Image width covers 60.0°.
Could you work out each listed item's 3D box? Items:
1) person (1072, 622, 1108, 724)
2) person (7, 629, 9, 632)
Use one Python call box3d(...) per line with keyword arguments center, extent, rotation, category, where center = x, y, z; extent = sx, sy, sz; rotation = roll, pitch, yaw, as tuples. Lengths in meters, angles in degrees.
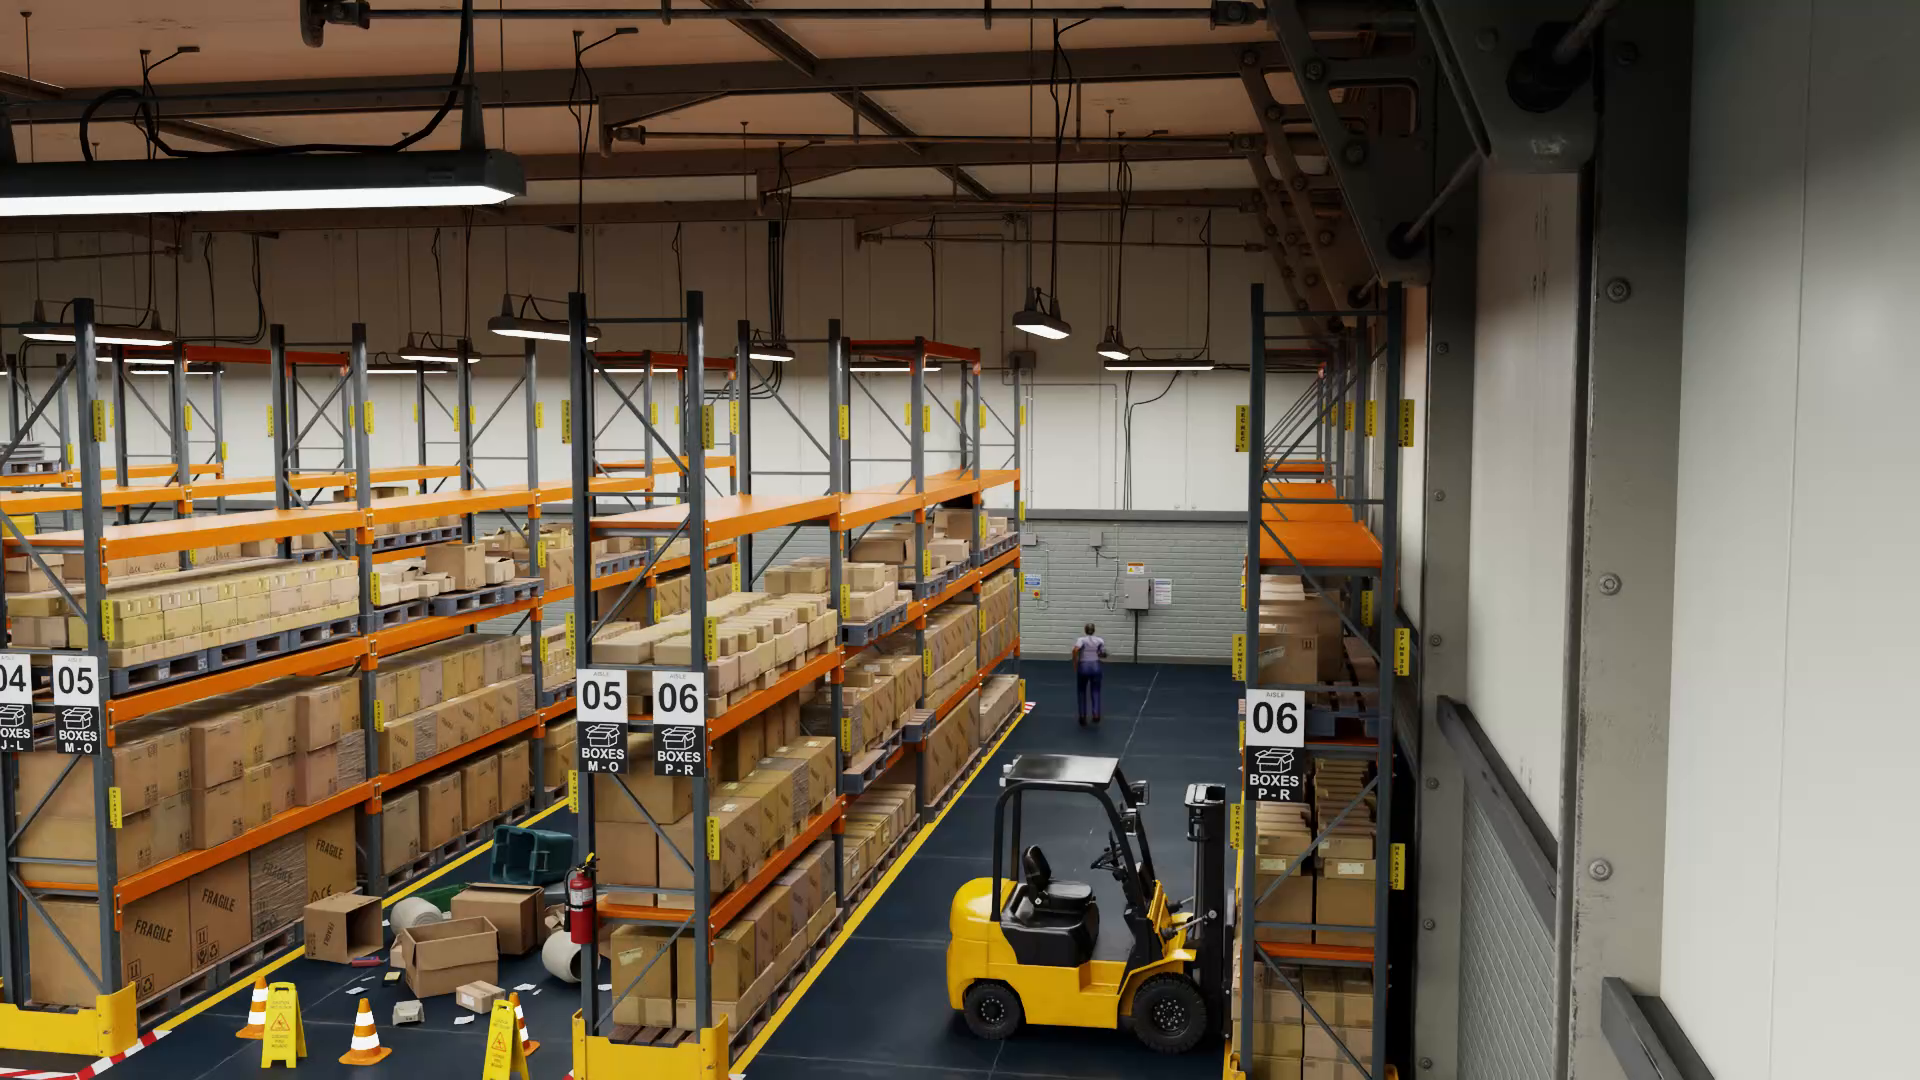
box3d(center=(2.101, 2.186, 26.925), extent=(0.613, 1.715, 0.802), rotation=(0, 5, -4), category="person")
box3d(center=(-17.374, 1.863, 30.423), extent=(0.717, 1.771, 0.666), rotation=(-1, 5, -7), category="person")
